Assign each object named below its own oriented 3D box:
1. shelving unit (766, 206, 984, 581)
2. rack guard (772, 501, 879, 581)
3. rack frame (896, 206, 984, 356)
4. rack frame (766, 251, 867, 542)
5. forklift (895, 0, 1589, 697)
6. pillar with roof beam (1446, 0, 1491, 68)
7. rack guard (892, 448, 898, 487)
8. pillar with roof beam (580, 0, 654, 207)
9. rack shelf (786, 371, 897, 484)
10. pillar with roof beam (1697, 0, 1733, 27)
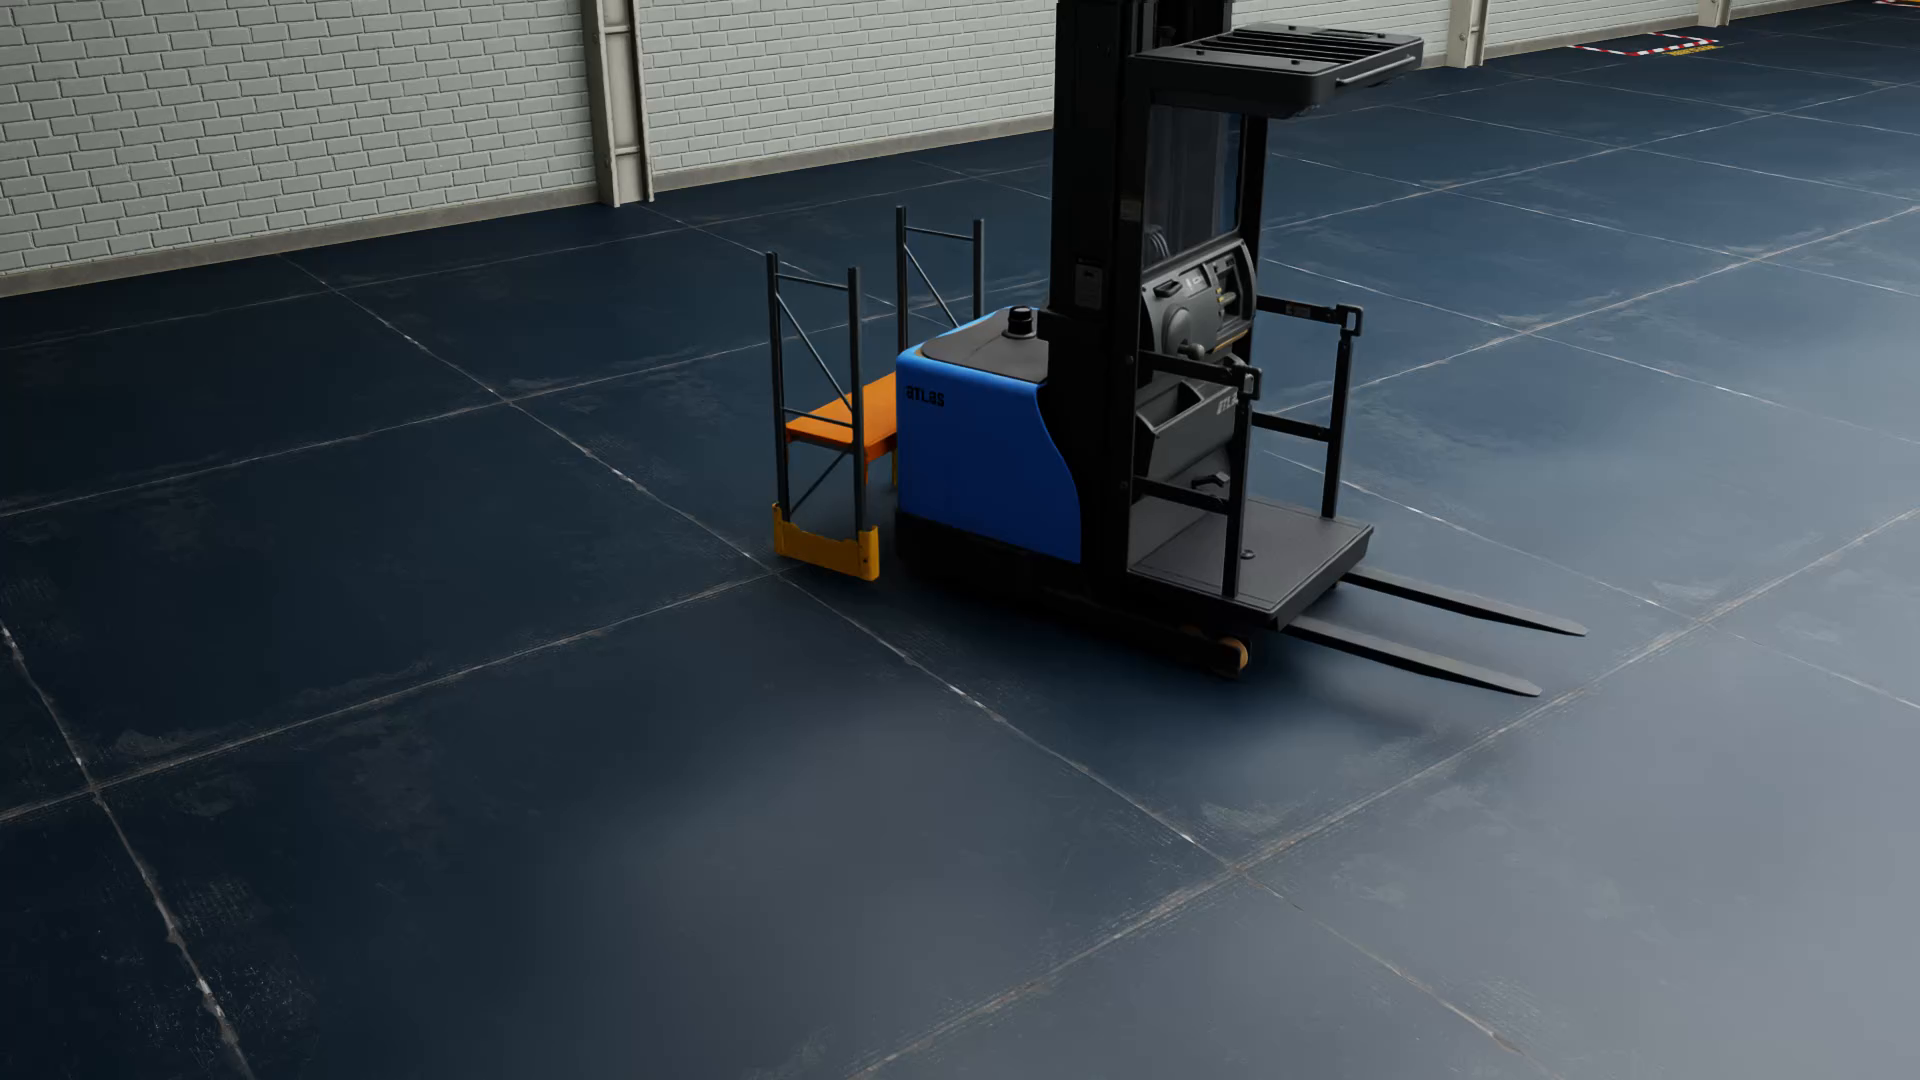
[{"bbox_3d":[-0.372,-0.743,8.070,0.587,1.500,1.083,15,29,30],"label":"shelving unit"},{"bbox_3d":[-0.644,0.000,7.954,0.587,0.250,0.087,15,29,30],"label":"rack guard"},{"bbox_3d":[-0.101,-0.919,8.449,0.500,1.500,0.032,15,29,30],"label":"rack frame"},{"bbox_3d":[-0.654,-0.560,7.676,0.500,1.500,0.032,15,29,30],"label":"rack frame"},{"bbox_3d":[1.188,-1.006,6.936,3.031,2.935,1.130,17,30,32],"label":"forklift"},{"bbox_3d":[9.145,-8.776,16.471,0.400,9.000,9.100,-18,31,-34],"label":"pillar with roof beam"},{"bbox_3d":[-0.101,-0.352,8.712,0.587,0.250,0.087,15,29,30],"label":"rack guard"},{"bbox_3d":[-0.298,-5.659,9.754,0.400,9.000,9.100,-18,31,-34],"label":"pillar with roof beam"},{"bbox_3d":[-0.377,-0.577,8.138,0.538,0.185,1.000,15,29,30],"label":"rack shelf"},{"bbox_3d":[13.867,-10.335,19.829,0.400,9.000,9.100,-18,31,-34],"label":"pillar with roof beam"}]
